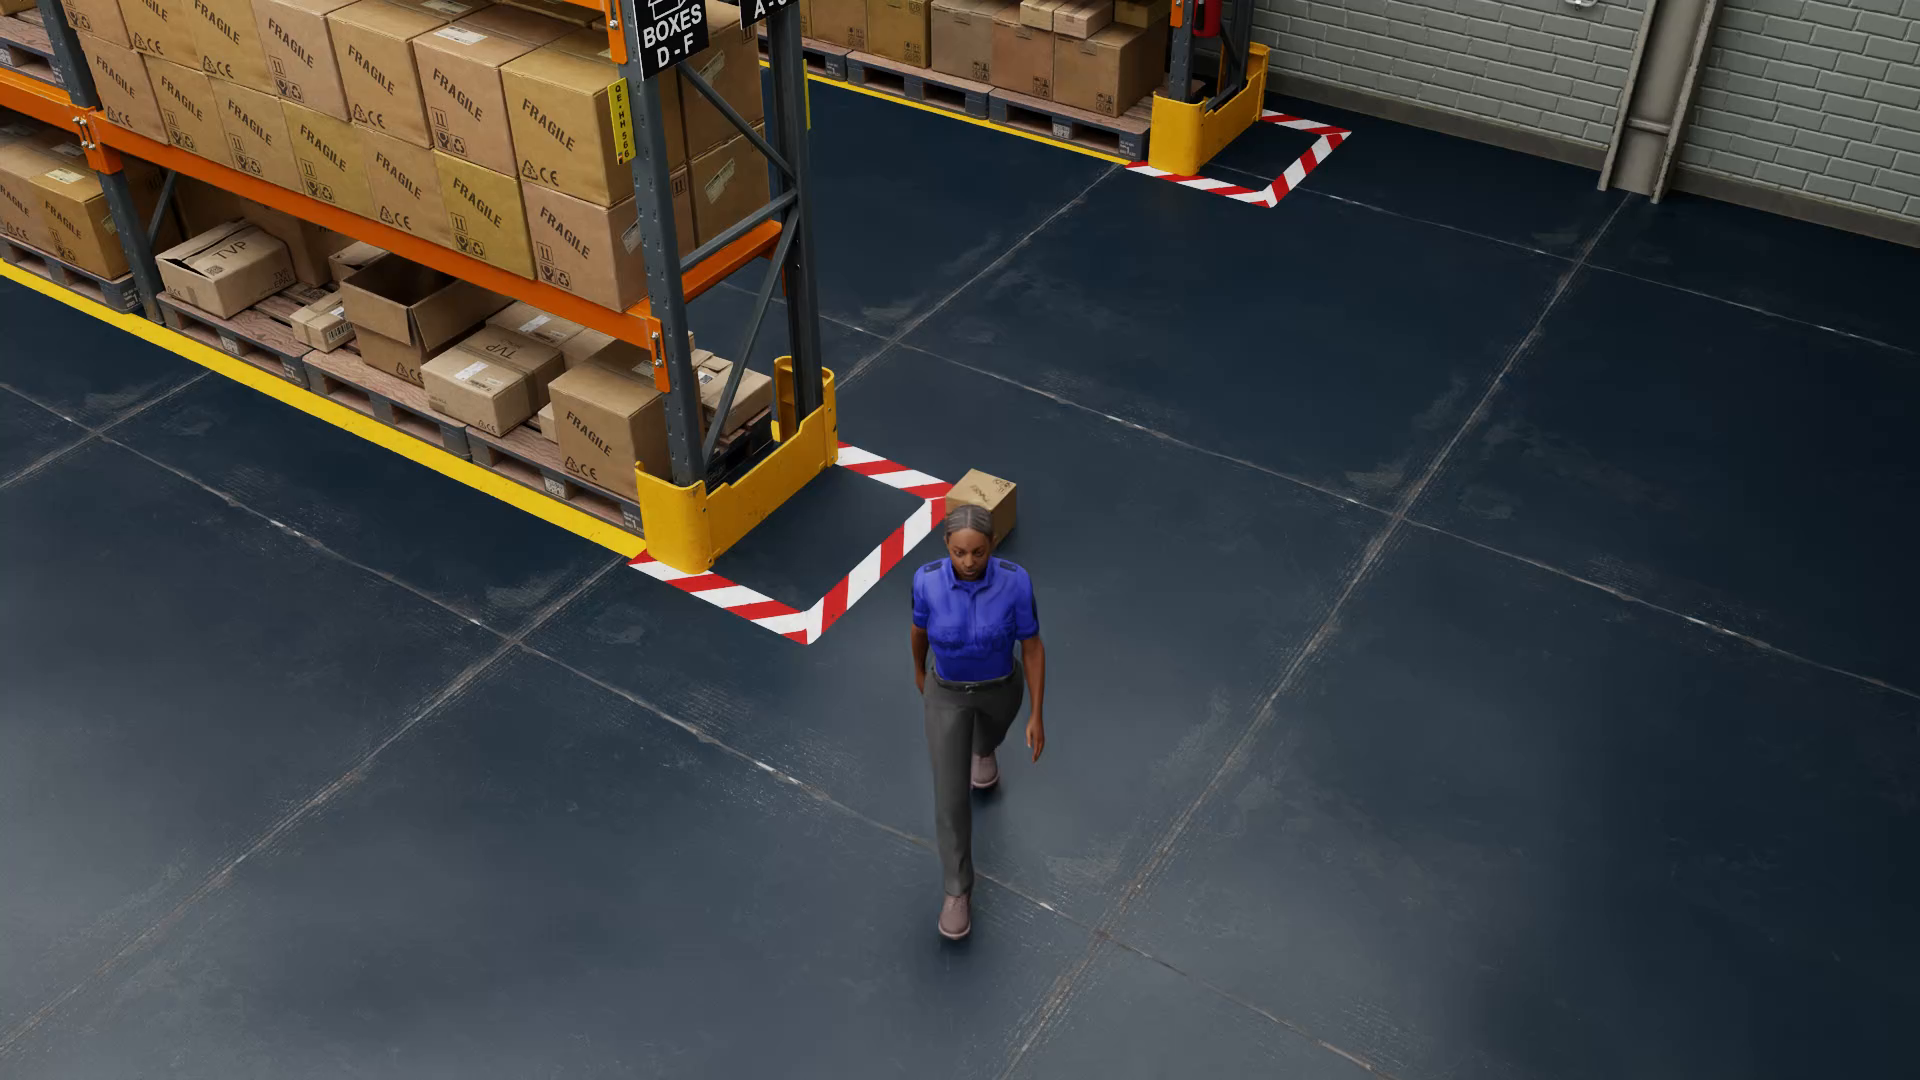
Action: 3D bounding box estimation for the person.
[{"bbox_3d":[0.065,0.554,5.984,0.458,1.594,1.043,-4,39,-5],"label":"person"}]
